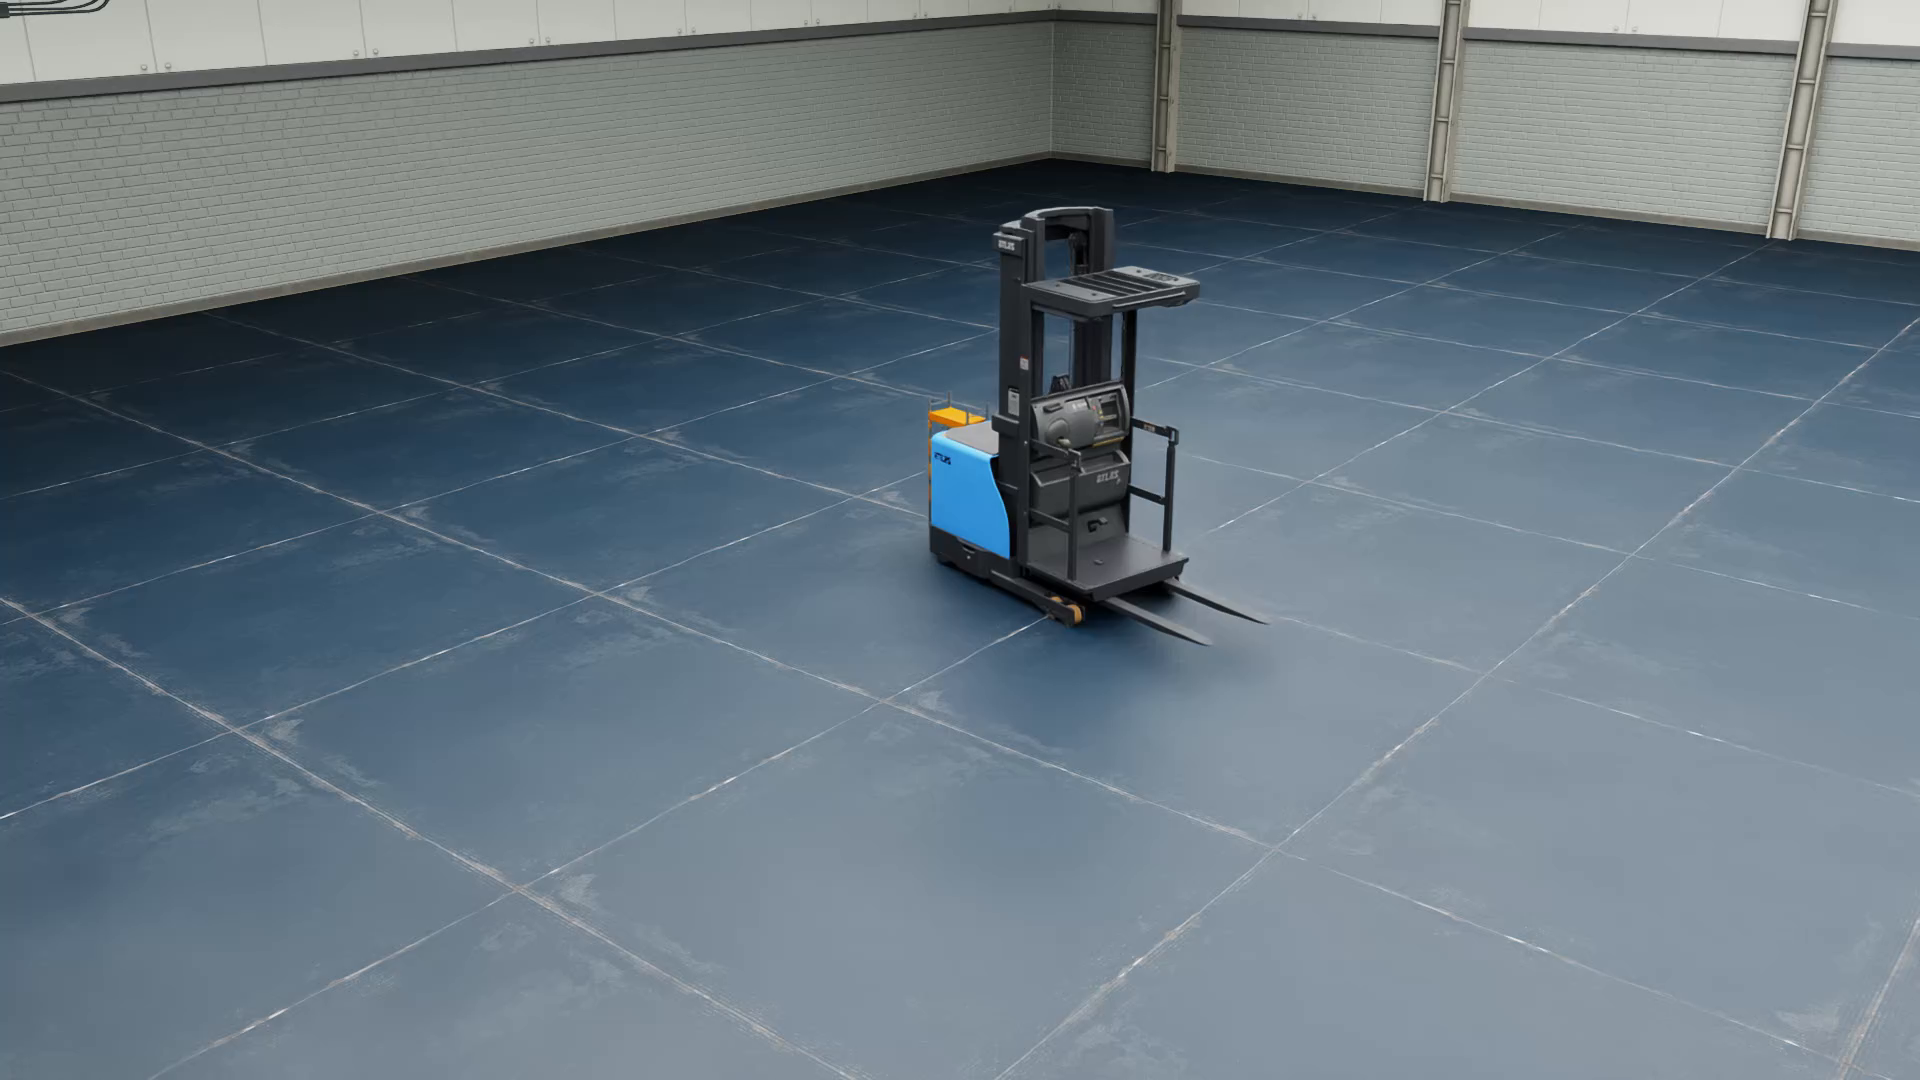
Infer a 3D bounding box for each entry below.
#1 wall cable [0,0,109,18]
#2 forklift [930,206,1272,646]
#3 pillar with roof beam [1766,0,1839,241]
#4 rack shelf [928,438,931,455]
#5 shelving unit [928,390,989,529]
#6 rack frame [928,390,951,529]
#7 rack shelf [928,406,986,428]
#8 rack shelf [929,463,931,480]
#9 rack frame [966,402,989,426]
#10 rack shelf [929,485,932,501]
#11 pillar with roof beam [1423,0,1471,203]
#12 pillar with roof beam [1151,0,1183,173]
[{"bbox_3d":[-11.142,-8.448,19.000,0.169,6.003,2.305,16,26,36],"label":"wall cable"},{"bbox_3d":[1.055,-0.921,12.460,1.130,2.935,3.031,-15,26,-35],"label":"forklift"},{"bbox_3d":[10.781,-8.003,22.640,0.400,9.000,9.100,16,26,36],"label":"pillar with roof beam"},{"bbox_3d":[-0.015,-0.762,14.048,0.258,0.148,0.480,-17,27,-38],"label":"rack shelf"},{"bbox_3d":[-0.015,-0.616,14.103,0.258,1.200,0.503,-17,27,-38],"label":"shelving unit"},{"bbox_3d":[-0.175,-0.681,14.276,0.240,1.200,0.015,-17,27,-38],"label":"rack frame"},{"bbox_3d":[-0.015,-0.984,13.965,0.258,0.148,0.480,-17,27,-38],"label":"rack shelf"},{"bbox_3d":[-0.015,-0.553,14.127,0.258,0.148,0.480,-17,27,-38],"label":"rack shelf"},{"bbox_3d":[0.144,-0.551,13.931,0.240,1.200,0.015,-17,27,-38],"label":"rack frame"},{"bbox_3d":[-0.015,-0.367,14.197,0.258,0.148,0.480,-17,27,-38],"label":"rack shelf"},{"bbox_3d":[6.133,-9.342,26.190,0.400,9.000,9.100,16,26,36],"label":"pillar with roof beam"},{"bbox_3d":[1.484,-10.680,29.739,0.400,9.000,9.100,16,26,36],"label":"pillar with roof beam"}]
